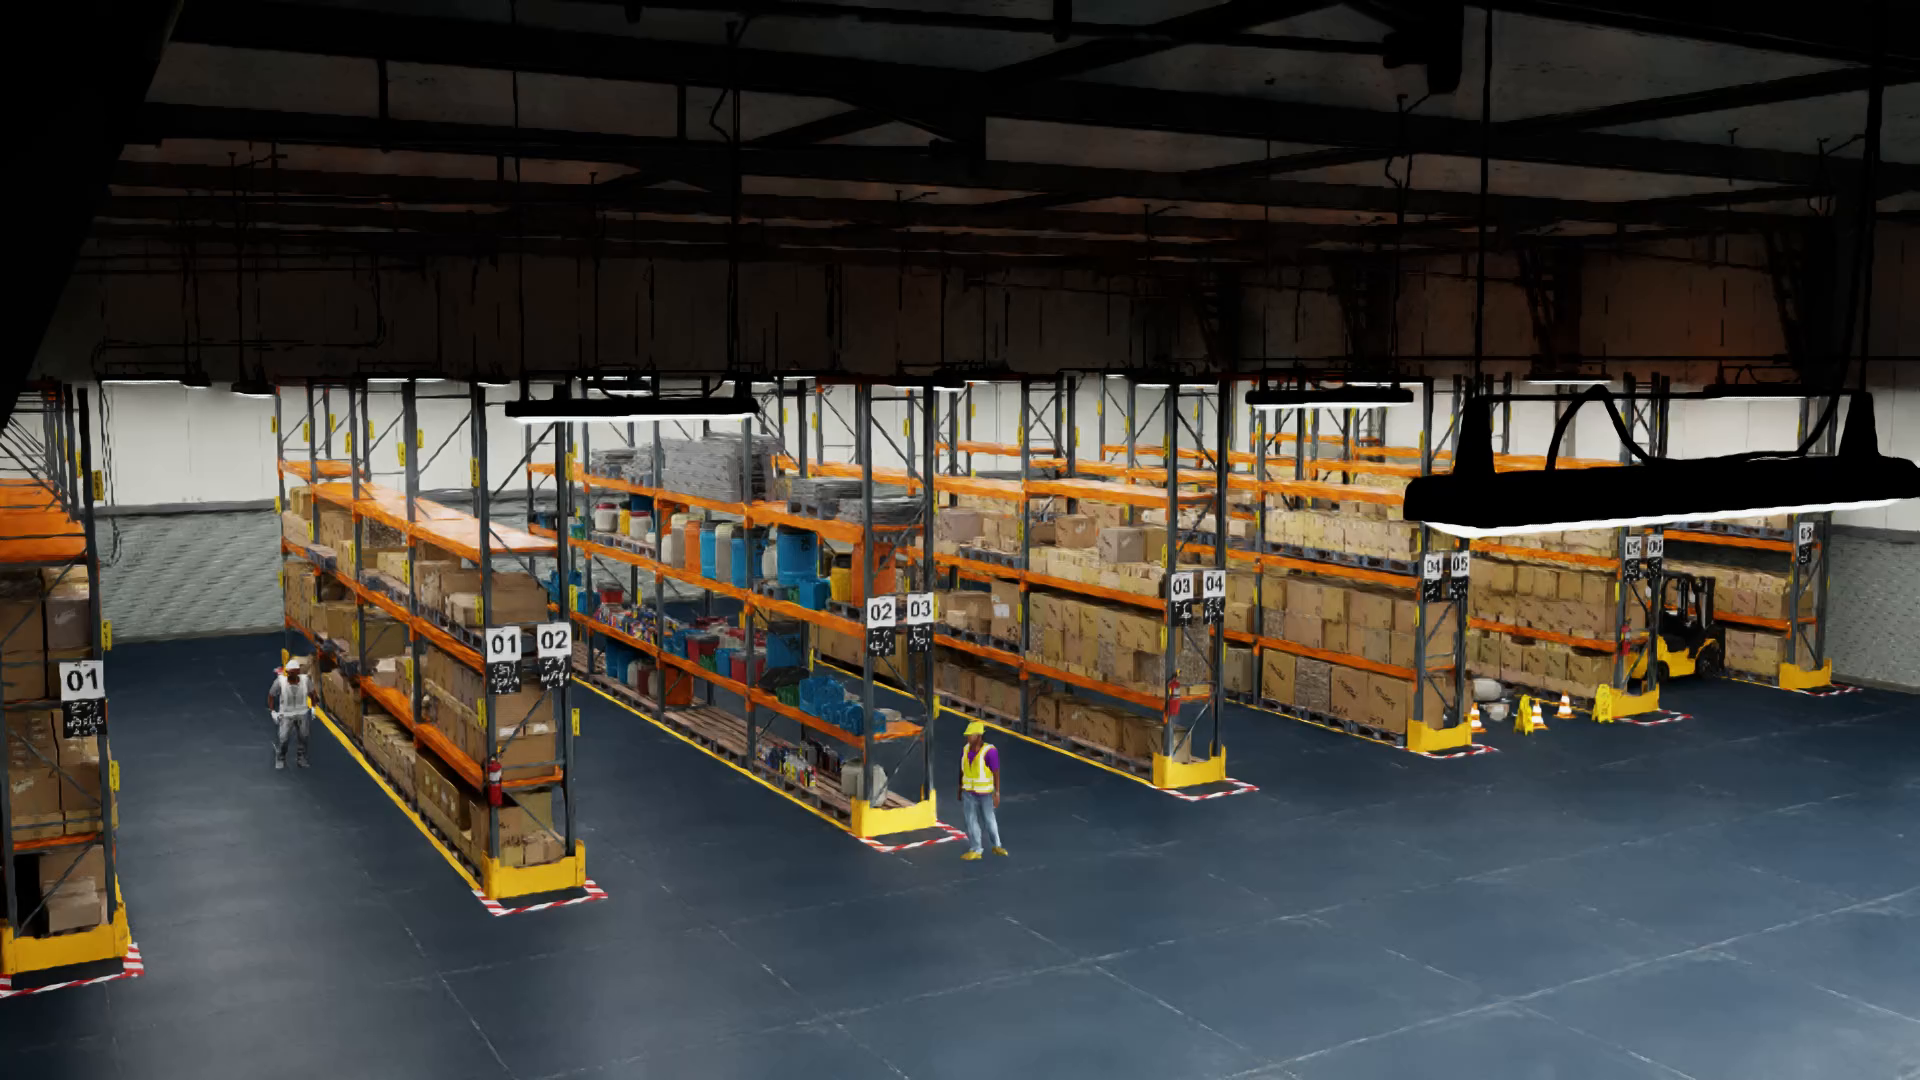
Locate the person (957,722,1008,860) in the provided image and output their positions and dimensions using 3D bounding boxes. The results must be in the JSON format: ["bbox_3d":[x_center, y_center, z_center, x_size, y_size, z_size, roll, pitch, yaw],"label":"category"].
[{"bbox_3d":[0.263,3.163,21.097,0.659,1.759,0.540,4,7,33],"label":"person"}]

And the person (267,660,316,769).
[{"bbox_3d":[-10.262,2.681,25.585,0.702,1.735,0.549,-4,7,-31],"label":"person"}]
